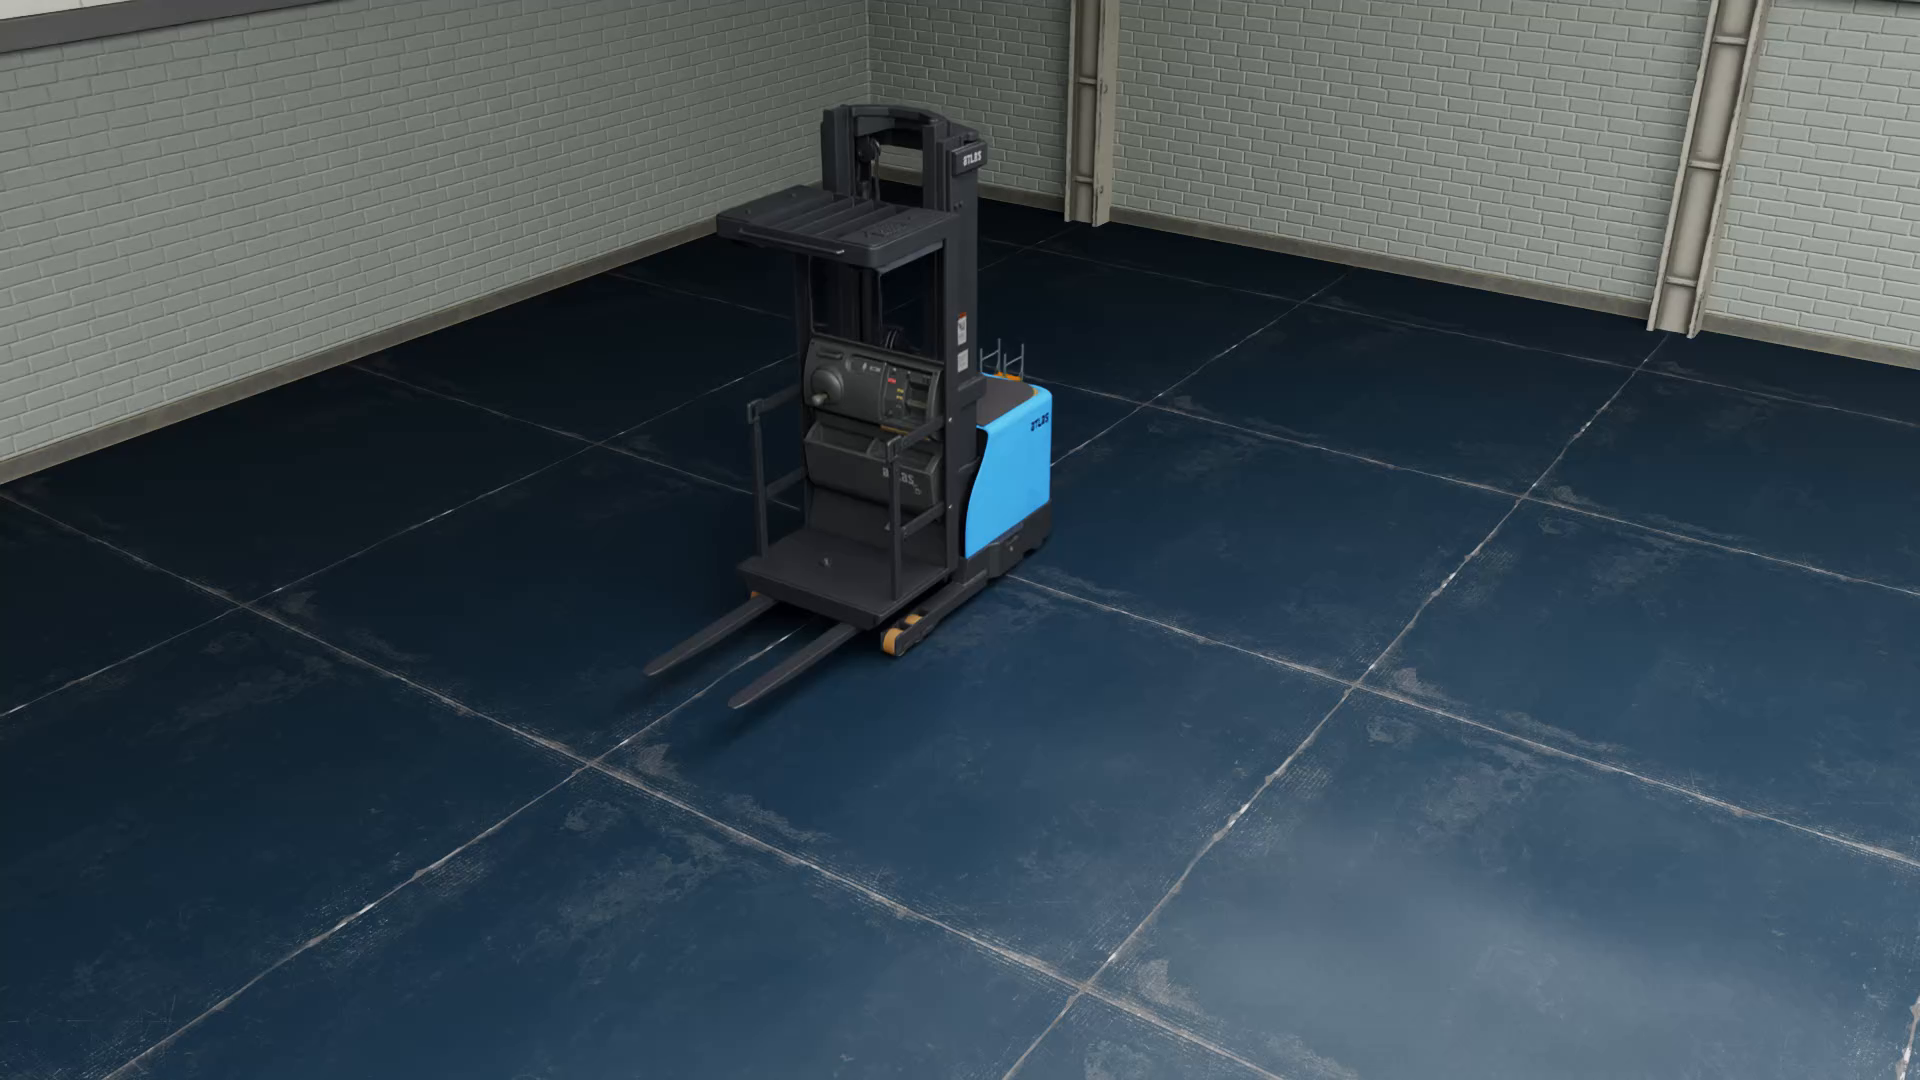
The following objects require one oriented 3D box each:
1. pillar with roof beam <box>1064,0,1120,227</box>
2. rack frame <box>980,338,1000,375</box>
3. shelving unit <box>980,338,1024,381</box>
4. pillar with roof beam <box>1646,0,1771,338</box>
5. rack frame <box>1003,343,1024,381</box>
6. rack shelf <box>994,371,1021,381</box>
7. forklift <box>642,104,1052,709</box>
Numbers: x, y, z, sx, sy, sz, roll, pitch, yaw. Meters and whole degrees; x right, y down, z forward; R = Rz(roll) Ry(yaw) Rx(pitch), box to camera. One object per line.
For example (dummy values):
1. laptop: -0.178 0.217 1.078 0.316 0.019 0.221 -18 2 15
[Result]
1. pillar with roof beam: -1.083 -5.803 12.505 0.400 9.000 9.100 17 32 30
2. rack frame: 0.197 -0.756 11.187 0.006 1.200 0.240 17 31 29
3. shelving unit: 0.273 -0.733 11.142 0.189 1.200 0.258 17 31 29
4. pillar with roof beam: 3.863 -4.262 9.478 0.400 9.000 9.100 17 32 30
5. rack frame: 0.350 -0.711 11.097 0.006 1.200 0.240 17 31 29
6. rack shelf: 0.274 -1.015 10.999 0.180 0.103 0.258 17 31 29
7. forklift: -0.633 -0.872 9.506 1.130 2.935 3.031 17 31 29
